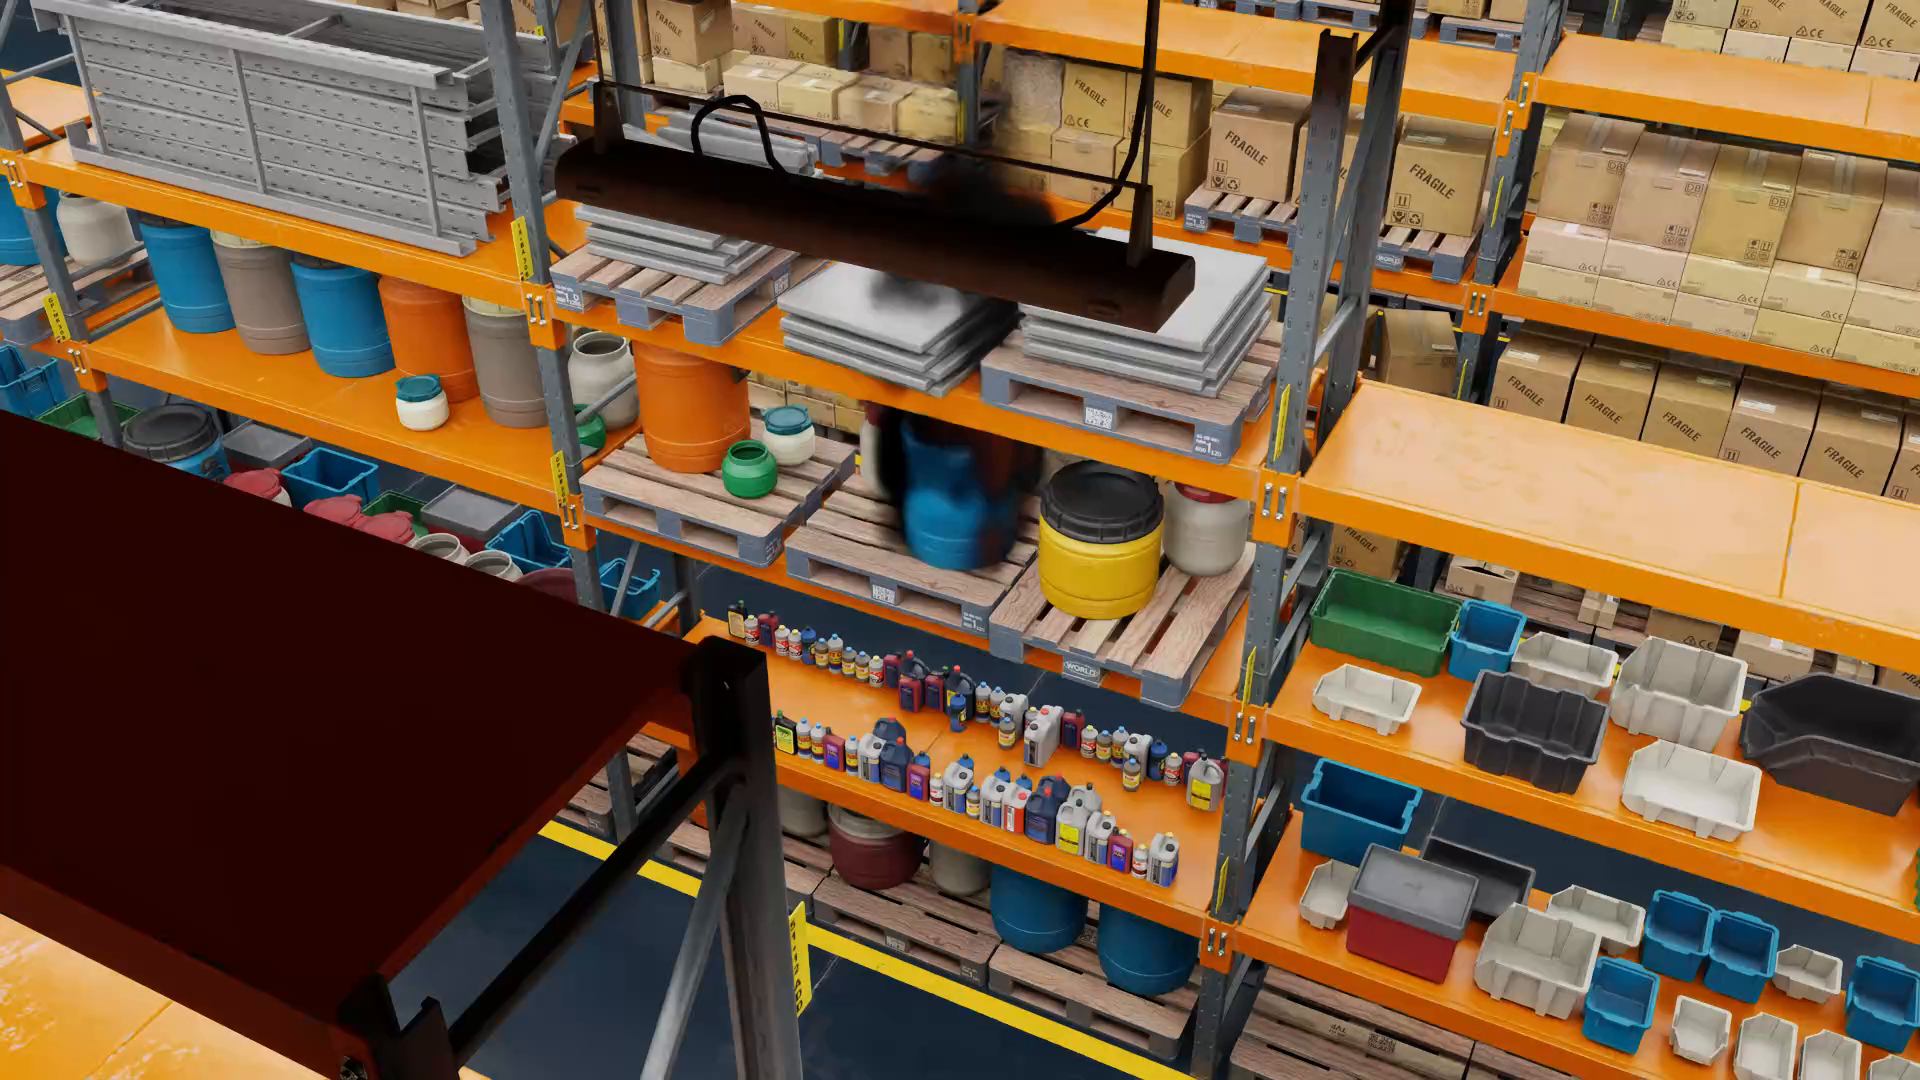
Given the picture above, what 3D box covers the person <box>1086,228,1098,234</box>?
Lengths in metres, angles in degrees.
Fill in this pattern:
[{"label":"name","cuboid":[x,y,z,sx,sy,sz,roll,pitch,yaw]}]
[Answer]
[{"label":"person","cuboid":[1.240,-2.520,16.082,0.554,1.605,0.569,15,38,20]}]
